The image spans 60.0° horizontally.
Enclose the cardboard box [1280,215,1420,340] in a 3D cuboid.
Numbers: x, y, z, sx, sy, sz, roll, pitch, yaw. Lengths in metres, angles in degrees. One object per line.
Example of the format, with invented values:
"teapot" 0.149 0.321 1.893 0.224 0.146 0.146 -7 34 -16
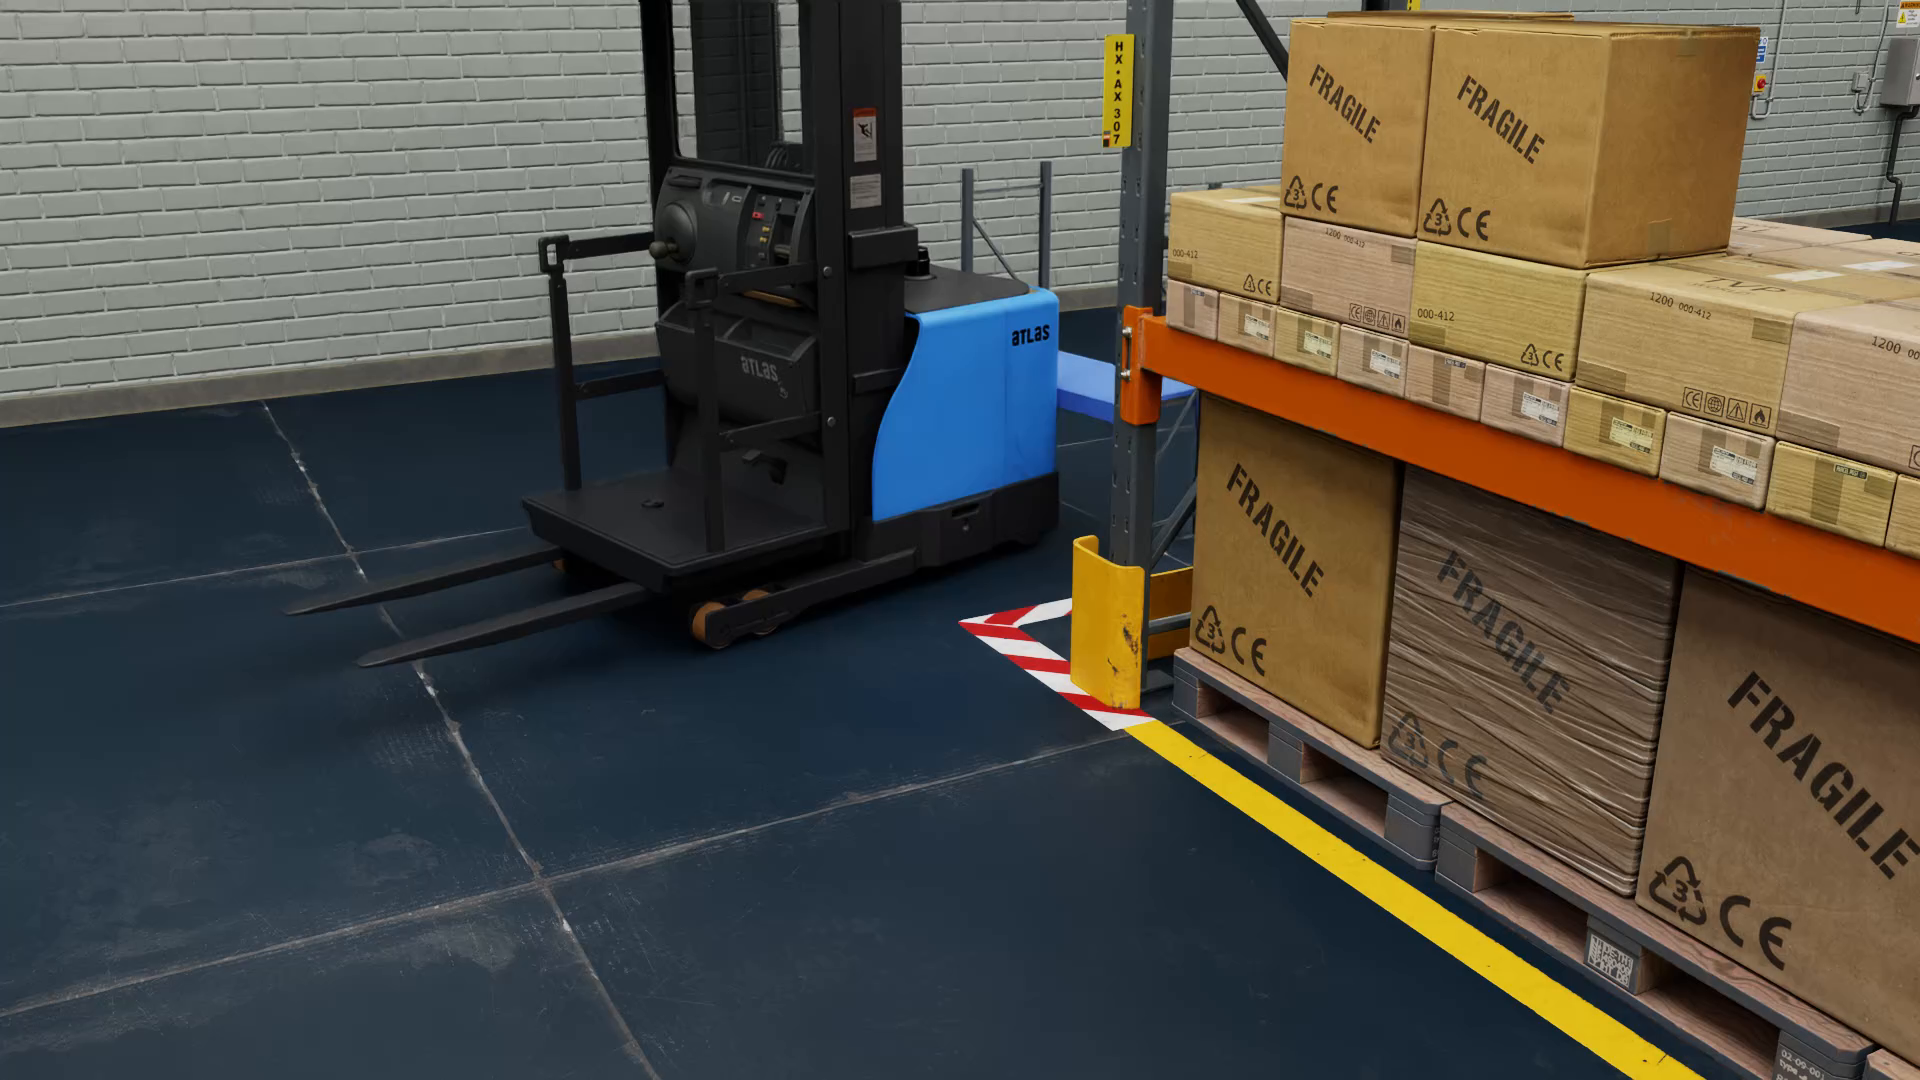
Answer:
"cardboard box" 1.207 -0.722 4.399 0.500 0.250 0.500 -10 22 -27

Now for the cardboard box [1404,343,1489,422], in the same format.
"cardboard box" 1.332 -0.413 4.116 0.380 0.149 0.250 -10 22 -28

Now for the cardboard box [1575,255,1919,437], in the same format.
"cardboard box" 1.695 -0.428 3.547 0.500 0.250 0.500 -10 22 -28

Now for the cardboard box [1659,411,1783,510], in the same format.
"cardboard box" 1.700 -0.192 3.474 0.380 0.149 0.250 -10 21 -26

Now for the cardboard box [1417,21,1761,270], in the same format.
"cardboard box" 1.443 -0.933 3.861 0.500 0.500 0.500 -11 22 -28

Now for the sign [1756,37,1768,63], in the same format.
"sign" 6.916 -4.268 14.487 0.327 0.218 0.001 -10 21 -27

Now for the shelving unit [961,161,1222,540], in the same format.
"shelving unit" 0.531 -0.811 7.181 0.538 1.500 1.048 -15 24 -37

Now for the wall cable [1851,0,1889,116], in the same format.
"wall cable" 8.230 -4.833 14.982 0.588 1.984 0.122 -10 21 -27

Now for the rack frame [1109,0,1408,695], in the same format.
"rack frame" 0.964 -0.980 5.373 1.000 3.000 0.127 -10 21 -27

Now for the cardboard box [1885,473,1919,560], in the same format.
"cardboard box" 1.941 -0.045 3.048 0.380 0.149 0.250 -10 21 -26

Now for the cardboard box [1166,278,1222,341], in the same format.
"cardboard box" 0.842 -0.708 4.970 0.380 0.149 0.250 -10 21 -26

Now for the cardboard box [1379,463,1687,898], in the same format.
"cardboard box" 1.771 0.259 4.397 0.875 0.875 0.875 -10 21 -27

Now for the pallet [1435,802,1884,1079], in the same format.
"pallet" 1.988 0.906 4.184 1.003 0.211 1.213 -10 21 -27

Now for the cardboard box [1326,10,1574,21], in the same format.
"cardboard box" 1.427 -1.305 4.939 0.500 0.500 0.500 -10 21 -26

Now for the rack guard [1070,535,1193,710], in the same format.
"rack guard" 0.953 0.195 5.800 1.175 0.500 0.348 -10 21 -27

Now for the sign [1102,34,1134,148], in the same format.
"sign" 0.473 -1.342 4.974 0.100 0.325 0.005 -10 21 -27

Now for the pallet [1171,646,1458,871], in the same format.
"pallet" 1.413 0.556 5.197 1.003 0.211 1.213 -10 21 -27

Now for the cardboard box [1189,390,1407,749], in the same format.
"cardboard box" 1.338 -0.003 5.154 0.875 0.875 0.875 -10 21 -27

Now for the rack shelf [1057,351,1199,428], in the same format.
"rack shelf" 0.530 -0.641 7.239 0.538 0.185 1.000 -15 24 -37

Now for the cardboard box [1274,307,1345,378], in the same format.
"cardboard box" 1.087 -0.561 4.544 0.380 0.149 0.250 -11 22 -28

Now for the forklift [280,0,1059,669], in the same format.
"forklift" -1.007 -1.184 6.070 3.031 2.935 1.130 -17 25 -40

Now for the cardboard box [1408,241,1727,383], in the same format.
"cardboard box" 1.442 -0.577 3.979 0.500 0.250 0.500 -11 22 -28

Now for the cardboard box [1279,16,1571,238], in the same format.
"cardboard box" 1.192 -1.081 4.290 0.500 0.500 0.500 -11 22 -28

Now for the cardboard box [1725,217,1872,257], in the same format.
"cardboard box" 1.910 -0.660 4.219 0.500 0.250 0.500 -11 22 -28

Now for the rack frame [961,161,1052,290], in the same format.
"rack frame" 0.208 -0.939 7.552 0.500 1.500 0.032 -15 24 -37

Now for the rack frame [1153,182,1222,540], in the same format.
"rack frame" 0.853 -0.683 6.809 0.500 1.500 0.032 -15 24 -37

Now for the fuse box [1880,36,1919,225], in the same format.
"fuse box" 8.905 -3.804 15.533 0.539 1.711 0.414 -10 21 -27

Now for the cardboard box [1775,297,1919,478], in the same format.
"cardboard box" 1.932 -0.282 3.124 0.500 0.250 0.500 -10 21 -26

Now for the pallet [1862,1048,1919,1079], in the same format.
"pallet" 2.571 1.256 3.167 1.003 0.211 1.213 -10 21 -27

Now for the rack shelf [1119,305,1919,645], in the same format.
"rack shelf" 1.914 -0.066 3.826 1.077 0.370 4.000 -10 21 -27

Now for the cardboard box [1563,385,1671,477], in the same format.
"cardboard box" 1.574 -0.267 3.691 0.380 0.149 0.250 -11 22 -28

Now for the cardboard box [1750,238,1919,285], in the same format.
"cardboard box" 2.161 -0.511 3.787 0.500 0.250 0.500 -10 21 -27

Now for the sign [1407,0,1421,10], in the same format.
"sign" 1.448 -1.719 5.377 0.100 0.325 0.005 -10 21 -27

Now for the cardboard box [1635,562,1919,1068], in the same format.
"cardboard box" 2.193 0.514 3.657 0.875 0.875 0.875 -10 21 -27

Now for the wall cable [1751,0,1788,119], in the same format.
"wall cable" 6.987 -4.625 14.331 0.585 1.953 0.123 -10 21 -27

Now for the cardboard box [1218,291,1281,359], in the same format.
"cardboard box" 0.965 -0.635 4.757 0.380 0.149 0.250 -10 22 -27

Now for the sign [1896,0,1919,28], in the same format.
"sign" 8.758 -4.855 15.336 0.339 0.242 0.001 -10 21 -27

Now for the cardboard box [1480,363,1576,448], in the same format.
"cardboard box" 1.455 -0.339 3.902 0.380 0.149 0.250 -10 22 -27

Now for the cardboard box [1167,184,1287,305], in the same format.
"cardboard box" 0.954 -0.870 4.828 0.500 0.250 0.500 -11 22 -28

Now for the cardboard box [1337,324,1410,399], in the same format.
"cardboard box" 1.212 -0.487 4.328 0.380 0.149 0.250 -10 22 -27

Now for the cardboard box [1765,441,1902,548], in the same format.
"cardboard box" 1.820 -0.119 3.261 0.380 0.149 0.250 -10 22 -28
